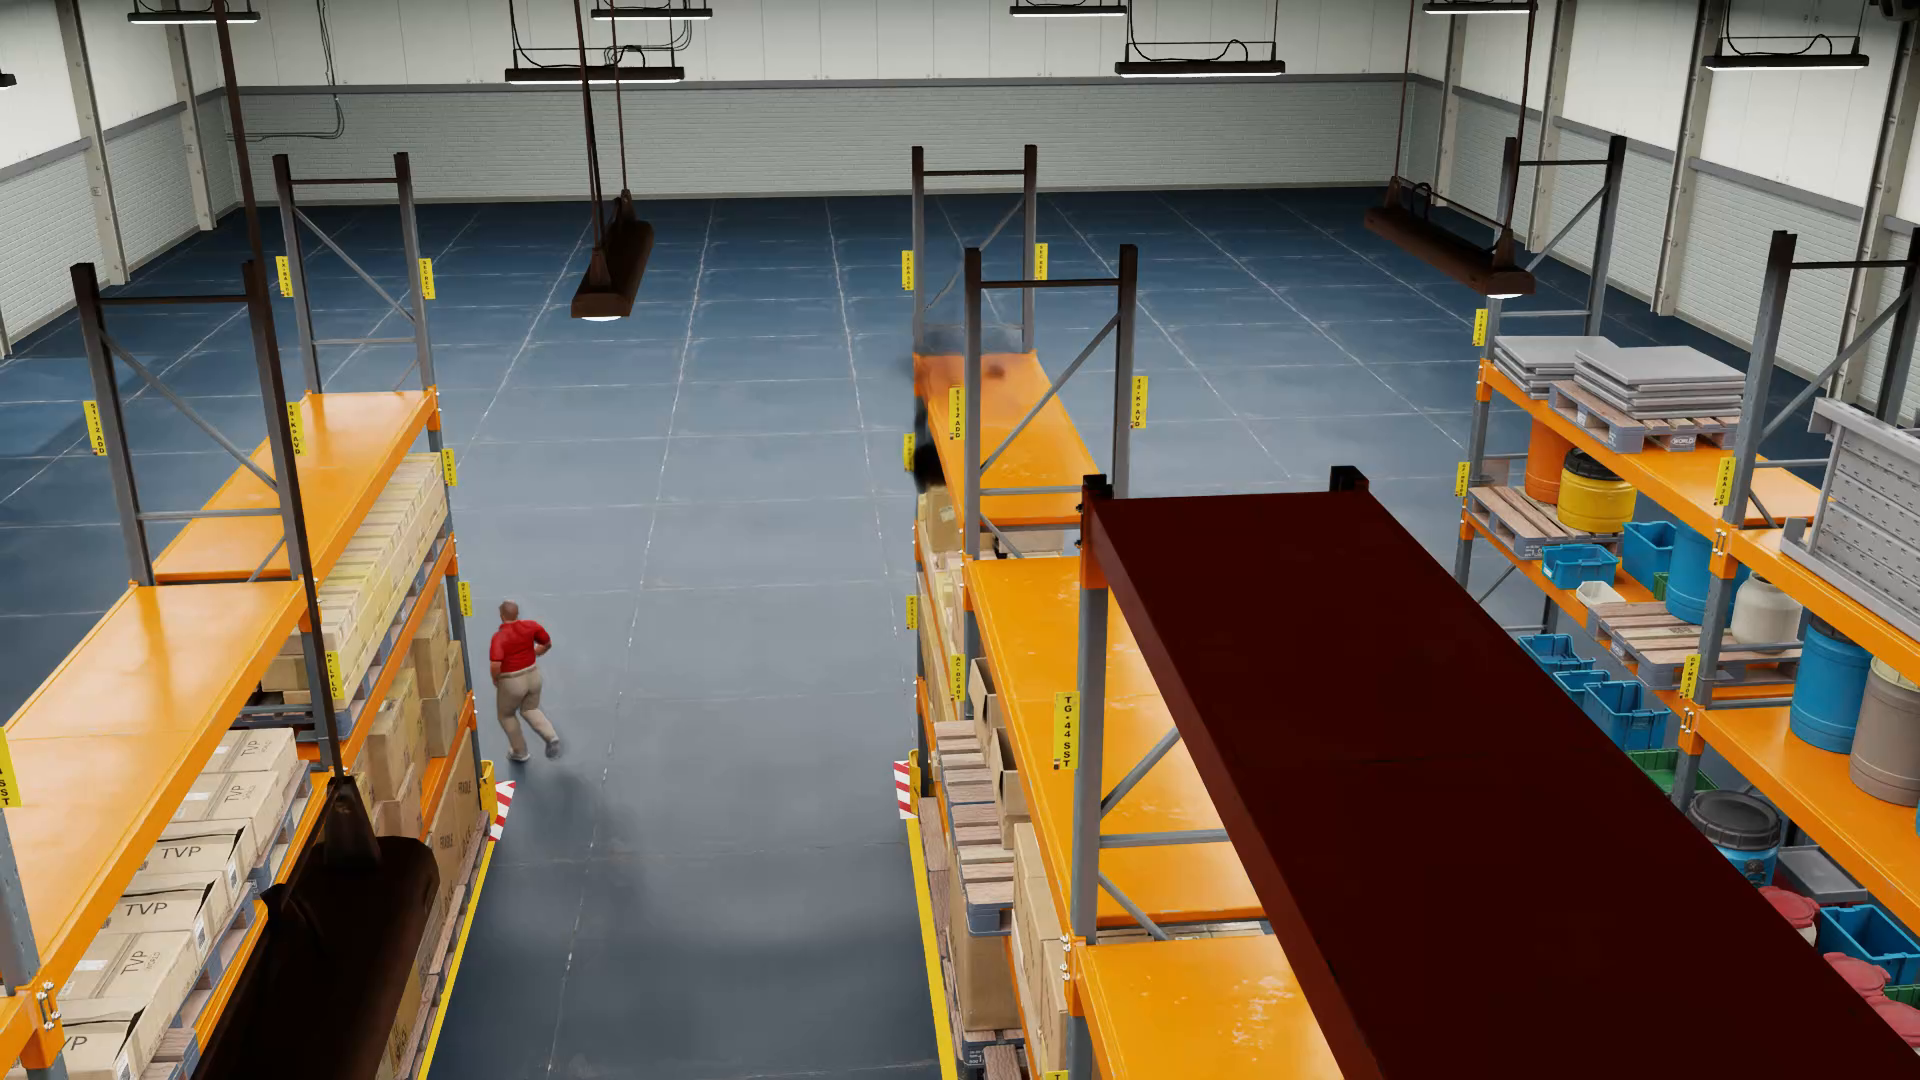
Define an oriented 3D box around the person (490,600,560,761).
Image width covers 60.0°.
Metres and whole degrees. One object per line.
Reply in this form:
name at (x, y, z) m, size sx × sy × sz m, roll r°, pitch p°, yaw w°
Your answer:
person at (-4.176, 1.387, 15.875) m, size 0.711 × 1.729 × 0.680 m, roll 19°, pitch 28°, yaw 39°
